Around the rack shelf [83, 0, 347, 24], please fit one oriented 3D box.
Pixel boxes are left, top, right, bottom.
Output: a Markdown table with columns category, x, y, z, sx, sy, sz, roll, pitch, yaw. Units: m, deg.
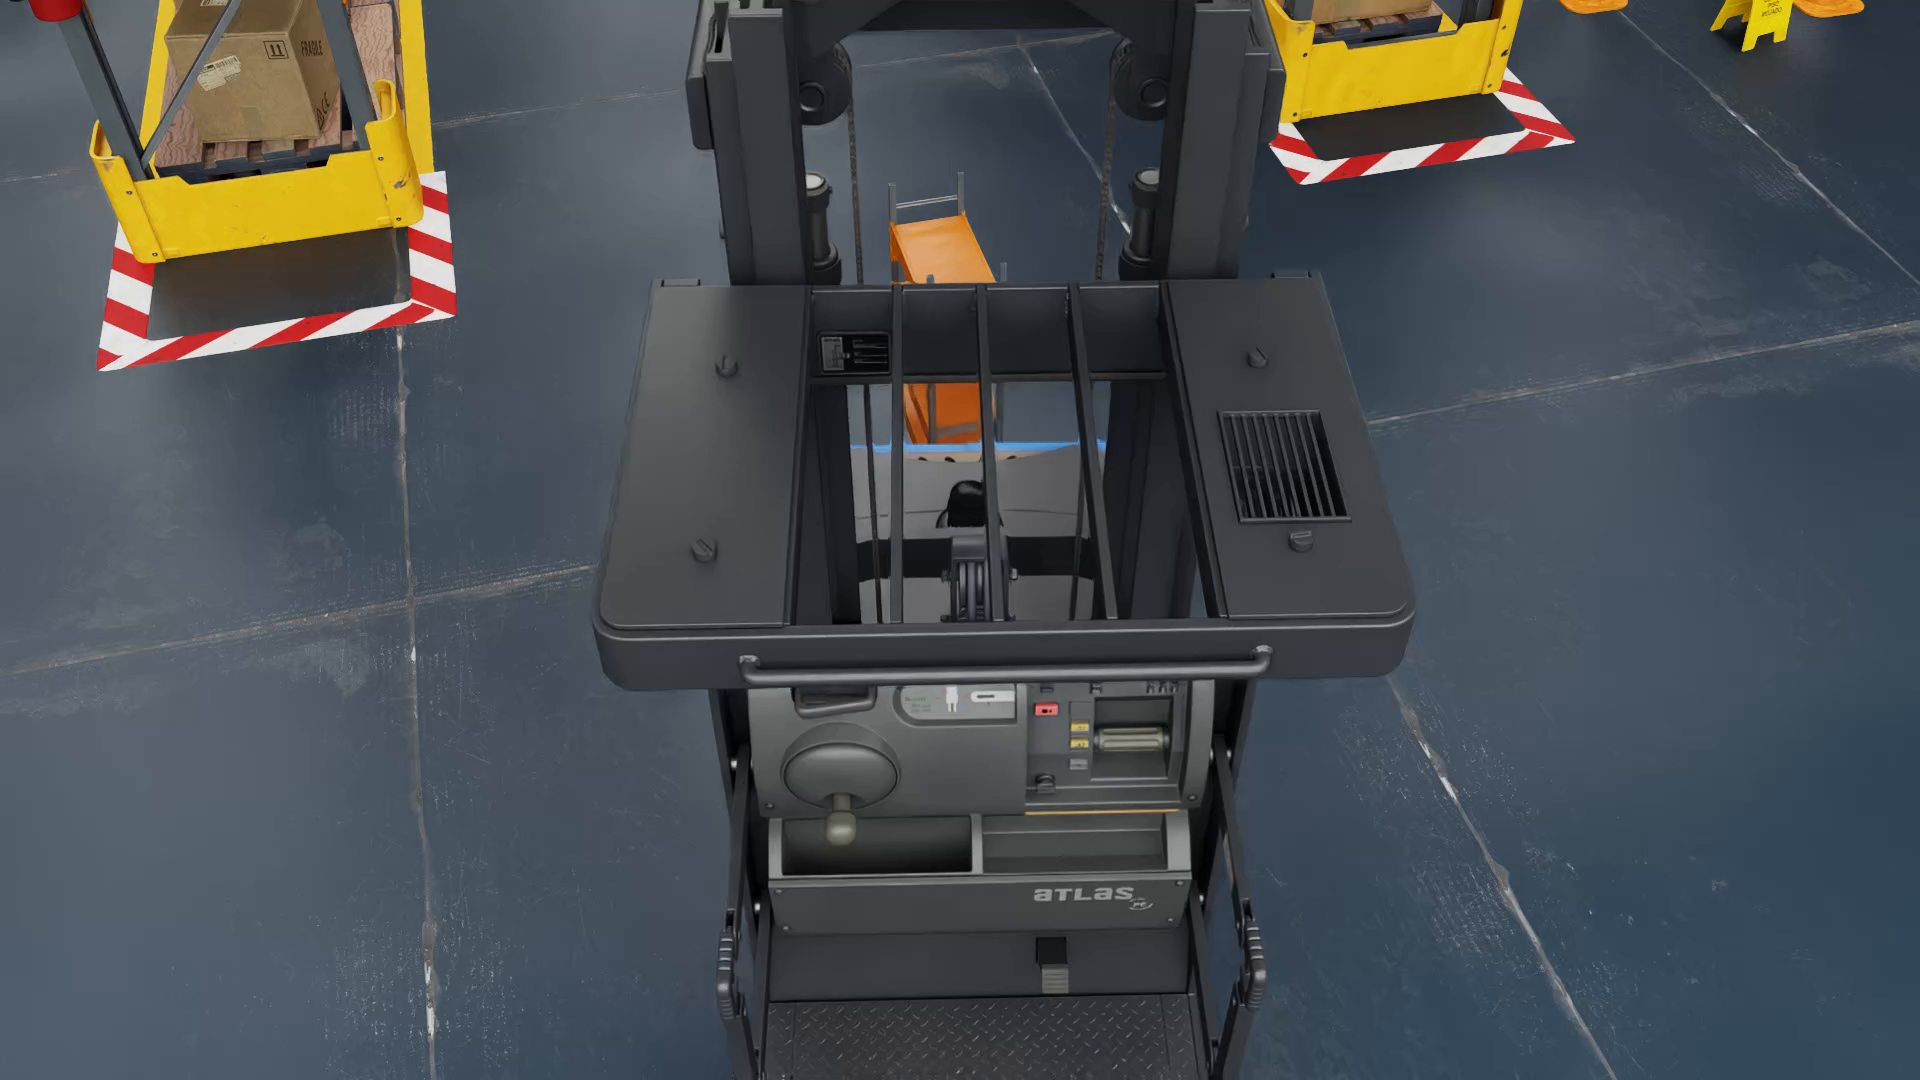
| category | x | y | z | sx | sy | sz | roll | pitch | yaw |
| --- | --- | --- | --- | --- | --- | --- | --- | --- | --- |
| rack shelf | -3.380 | -3.484 | 7.568 | 1.077 | 0.370 | 4.000 | -11 | 47 | -10 |

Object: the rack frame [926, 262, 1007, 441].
| category | x | y | z | sx | sy | sz | roll | pitch | yaw |
| --- | --- | --- | --- | --- | --- | --- | --- | --- | --- |
| rack frame | 0.020 | -0.366 | 5.268 | 0.240 | 1.200 | 0.015 | -11 | 47 | -10 |

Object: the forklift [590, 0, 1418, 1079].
| category | x | y | z | sx | sy | sz | roll | pitch | yaw |
| --- | --- | --- | --- | --- | --- | --- | --- | --- | --- |
| forklift | 0.051 | 0.507 | 3.201 | 1.130 | 2.935 | 3.031 | -1 | 46 | -1 |

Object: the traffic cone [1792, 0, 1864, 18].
| category | x | y | z | sx | sy | sz | roll | pitch | yaw |
| --- | --- | --- | --- | --- | --- | --- | --- | --- | --- |
| traffic cone | 4.368 | -2.902 | 8.270 | 0.336 | 0.463 | 0.334 | -11 | 47 | -10 |

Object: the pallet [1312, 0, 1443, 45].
| category | x | y | z | sx | sy | sz | roll | pitch | yaw |
| --- | --- | --- | --- | --- | --- | --- | --- | --- | --- |
| pallet | 1.672 | -2.754 | 8.301 | 1.003 | 0.211 | 1.213 | -11 | 47 | -10 |

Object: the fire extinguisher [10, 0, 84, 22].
| category | x | y | z | sx | sy | sz | roll | pitch | yaw |
| --- | --- | --- | --- | --- | --- | --- | --- | --- | --- |
| fire extinguisher | -3.284 | -2.165 | 5.825 | 0.296 | 0.674 | 0.183 | -11 | 47 | -10 |

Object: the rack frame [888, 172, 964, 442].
| category | x | y | z | sx | sy | sz | roll | pitch | yaw |
| --- | --- | --- | --- | --- | --- | --- | --- | --- | --- |
| rack frame | -0.105 | -0.703 | 5.599 | 0.240 | 1.200 | 0.015 | -11 | 47 | -10 |

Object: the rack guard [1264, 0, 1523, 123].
| category | x | y | z | sx | sy | sz | roll | pitch | yaw |
| --- | --- | --- | --- | --- | --- | --- | --- | --- | --- |
| rack guard | 1.958 | -2.300 | 7.654 | 1.175 | 0.500 | 0.348 | -11 | 47 | -10 |

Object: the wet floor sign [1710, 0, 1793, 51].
| category | x | y | z | sx | sy | sz | roll | pitch | yaw |
| --- | --- | --- | --- | --- | --- | --- | --- | --- | --- |
| wet floor sign | 3.874 | -2.710 | 7.954 | 0.267 | 0.644 | 0.232 | -18 | 48 | -17 |

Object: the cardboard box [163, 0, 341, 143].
| category | x | y | z | sx | sy | sz | roll | pitch | yaw |
| --- | --- | --- | --- | --- | --- | --- | --- | --- | --- |
| cardboard box | -3.012 | -2.061 | 7.126 | 0.500 | 0.500 | 0.500 | -3 | 46 | -3 |

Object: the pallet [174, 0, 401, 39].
| category | x | y | z | sx | sy | sz | roll | pitch | yaw |
| --- | --- | --- | --- | --- | --- | --- | --- | --- | --- |
| pallet | -3.370 | -2.839 | 8.385 | 1.003 | 0.211 | 1.213 | -11 | 47 | -10 |

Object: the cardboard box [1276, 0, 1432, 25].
| category | x | y | z | sx | sy | sz | roll | pitch | yaw |
| --- | --- | --- | --- | --- | --- | --- | --- | --- | --- |
| cardboard box | 1.715 | -3.051 | 7.834 | 0.875 | 0.875 | 0.875 | -10 | 47 | -10 |

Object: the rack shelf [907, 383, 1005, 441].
| category | x | y | z | sx | sy | sz | roll | pitch | yaw |
| --- | --- | --- | --- | --- | --- | --- | --- | --- | --- |
| rack shelf | -0.042 | -0.487 | 5.482 | 0.258 | 0.148 | 0.480 | -11 | 47 | -10 |

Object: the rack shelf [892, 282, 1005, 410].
| category | x | y | z | sx | sy | sz | roll | pitch | yaw |
| --- | --- | --- | --- | --- | --- | --- | --- | --- | --- |
| rack shelf | -0.042 | -0.644 | 5.322 | 0.258 | 0.148 | 0.480 | -11 | 47 | -10 |

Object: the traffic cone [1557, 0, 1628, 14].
| category | x | y | z | sx | sy | sz | roll | pitch | yaw |
| --- | --- | --- | --- | --- | --- | --- | --- | --- | --- |
| traffic cone | 3.189 | -2.930 | 8.298 | 0.336 | 0.463 | 0.334 | -11 | 47 | -10 |

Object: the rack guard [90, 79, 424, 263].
| category | x | y | z | sx | sy | sz | roll | pitch | yaw |
| --- | --- | --- | --- | --- | --- | --- | --- | --- | --- |
| rack guard | -2.888 | -1.532 | 6.902 | 1.175 | 0.500 | 0.348 | -11 | 47 | -10 |

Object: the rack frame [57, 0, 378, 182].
| category | x | y | z | sx | sy | sz | roll | pitch | yaw |
| --- | --- | --- | --- | --- | --- | --- | --- | --- | --- |
| rack frame | -2.868 | -2.355 | 5.958 | 1.000 | 3.000 | 0.127 | -11 | 47 | -10 |

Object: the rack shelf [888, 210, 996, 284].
| category | x | y | z | sx | sy | sz | roll | pitch | yaw |
| --- | --- | --- | --- | --- | --- | --- | --- | --- | --- |
| rack shelf | -0.042 | -0.809 | 5.153 | 0.258 | 0.148 | 0.480 | -11 | 47 | -10 |

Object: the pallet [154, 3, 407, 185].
| category | x | y | z | sx | sy | sz | roll | pitch | yaw |
| --- | --- | --- | --- | --- | --- | --- | --- | --- | --- |
| pallet | -3.062 | -1.999 | 7.561 | 1.003 | 0.211 | 1.213 | -11 | 47 | -10 |

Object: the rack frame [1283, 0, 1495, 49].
| category | x | y | z | sx | sy | sz | roll | pitch | yaw |
| --- | --- | --- | --- | --- | --- | --- | --- | --- | --- |
| rack frame | 1.952 | -3.192 | 6.778 | 1.000 | 3.000 | 0.127 | -11 | 47 | -10 |

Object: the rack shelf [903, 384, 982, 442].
| category | x | y | z | sx | sy | sz | roll | pitch | yaw |
| --- | --- | --- | --- | --- | --- | --- | --- | --- | --- |
| rack shelf | -0.042 | -0.348 | 5.623 | 0.258 | 0.148 | 0.480 | -11 | 47 | -10 |

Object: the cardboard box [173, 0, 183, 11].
| category | x | y | z | sx | sy | sz | roll | pitch | yaw |
| --- | --- | --- | --- | --- | --- | --- | --- | --- | --- |
| cardboard box | -3.198 | -2.468 | 7.524 | 0.500 | 0.500 | 0.500 | 0 | 46 | 0 |

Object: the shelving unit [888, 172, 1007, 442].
| category | x | y | z | sx | sy | sz | roll | pitch | yaw |
| --- | --- | --- | --- | --- | --- | --- | --- | --- | --- |
| shelving unit | -0.042 | -0.534 | 5.433 | 0.258 | 1.200 | 0.503 | -11 | 47 | -10 |
